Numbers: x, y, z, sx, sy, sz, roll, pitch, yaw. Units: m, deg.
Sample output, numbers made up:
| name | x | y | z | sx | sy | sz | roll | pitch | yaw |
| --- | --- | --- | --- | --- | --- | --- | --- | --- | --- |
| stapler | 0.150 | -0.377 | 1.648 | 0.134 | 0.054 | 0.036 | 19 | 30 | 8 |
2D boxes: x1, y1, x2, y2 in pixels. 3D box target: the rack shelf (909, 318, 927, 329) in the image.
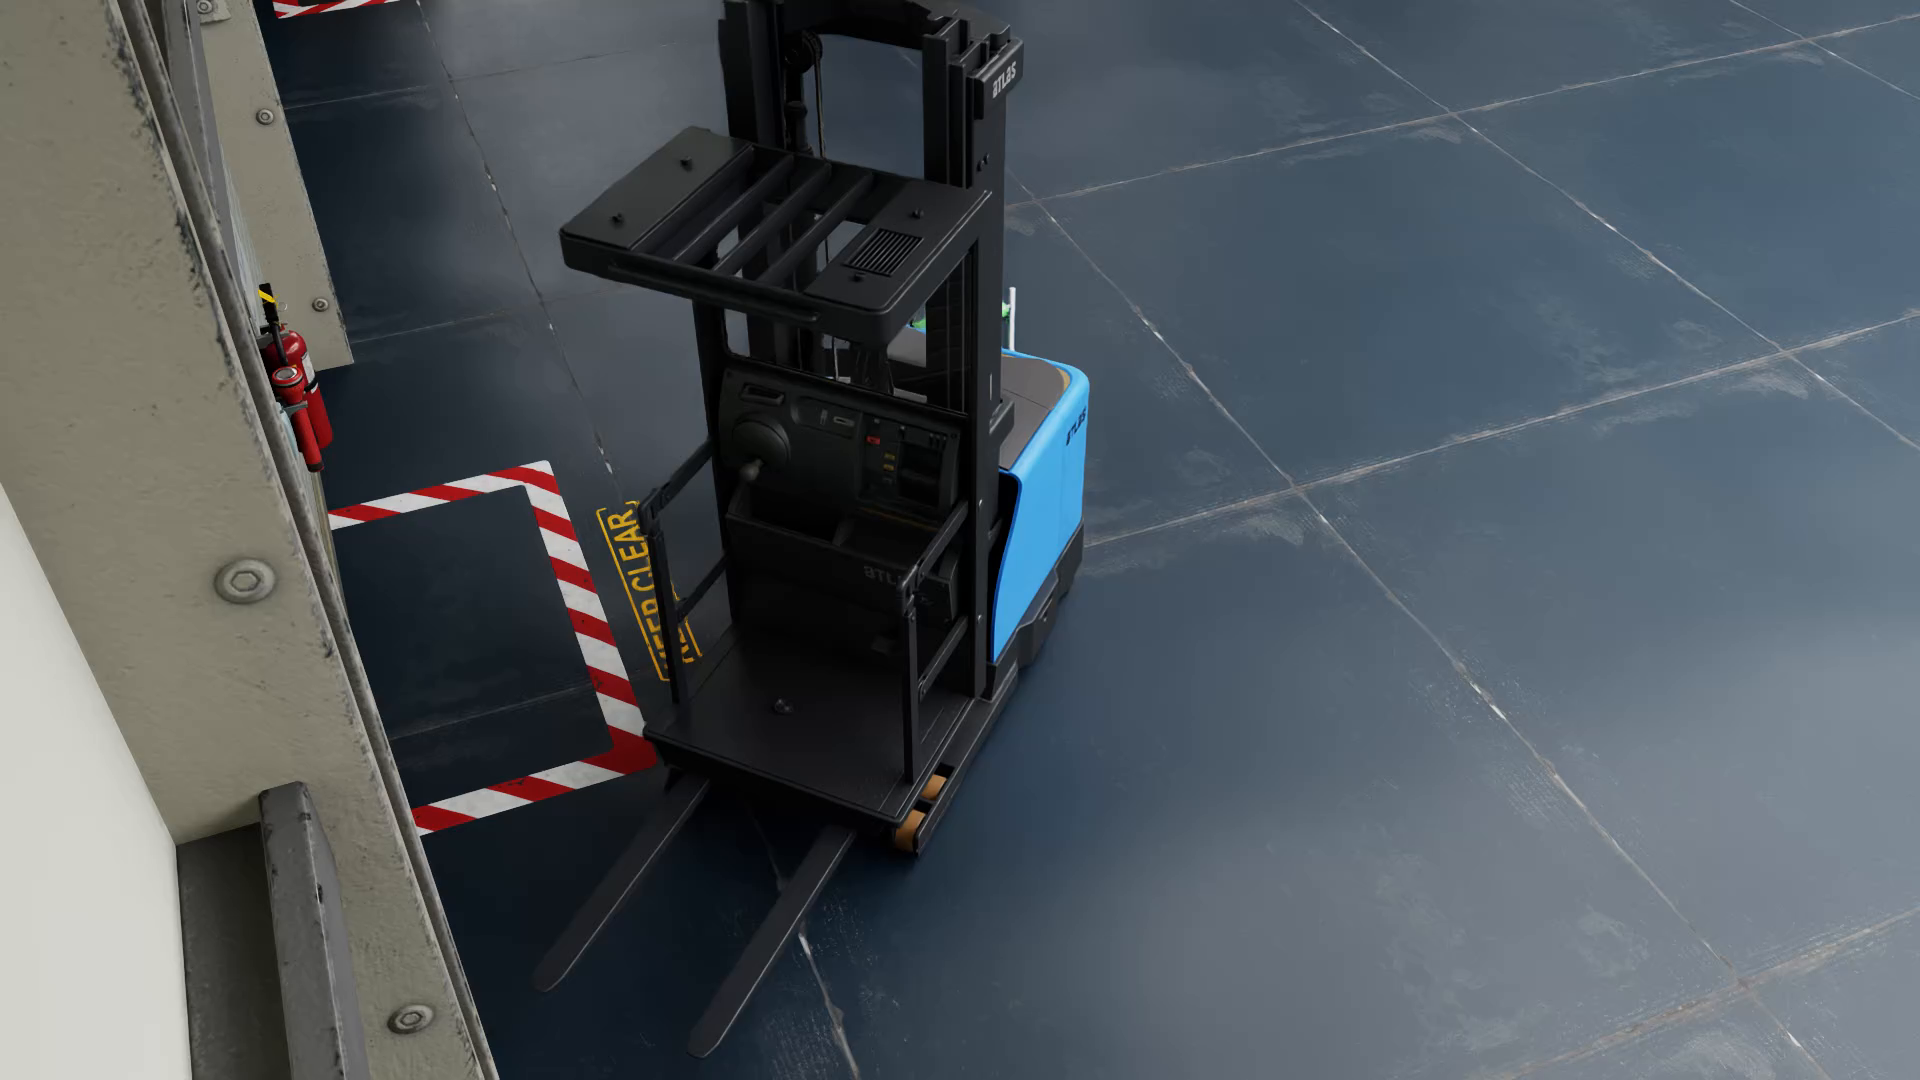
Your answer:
| name | x | y | z | sx | sy | sz | roll | pitch | yaw |
| --- | --- | --- | --- | --- | --- | --- | --- | --- | --- |
| rack shelf | 0.001 | -0.849 | 7.465 | 0.258 | 0.148 | 0.480 | -22 | 45 | -23 |

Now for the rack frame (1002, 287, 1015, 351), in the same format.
| name | x | y | z | sx | sy | sz | roll | pitch | yaw |
| --- | --- | --- | --- | --- | --- | --- | --- | --- | --- |
| rack frame | 0.128 | -0.579 | 7.422 | 0.240 | 1.200 | 0.015 | -22 | 45 | -23 |

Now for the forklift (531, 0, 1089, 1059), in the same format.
| name | x | y | z | sx | sy | sz | roll | pitch | yaw |
| --- | --- | --- | --- | --- | --- | --- | --- | --- | --- |
| forklift | -0.518 | -0.253 | 5.715 | 1.130 | 2.935 | 3.031 | 16 | 43 | 18 |

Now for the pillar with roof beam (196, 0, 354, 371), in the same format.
| name | x | y | z | sx | sy | sz | roll | pitch | yaw |
| --- | --- | --- | --- | --- | --- | --- | --- | --- | --- |
| pillar with roof beam | 0.569 | -5.498 | 7.160 | 9.100 | 9.000 | 0.400 | -15 | 43 | -17 |

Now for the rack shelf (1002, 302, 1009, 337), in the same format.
| name | x | y | z | sx | sy | sz | roll | pitch | yaw |
| --- | --- | --- | --- | --- | --- | --- | --- | --- | --- |
| rack shelf | 0.001 | -1.030 | 7.309 | 0.258 | 0.148 | 0.480 | -22 | 45 | -23 |

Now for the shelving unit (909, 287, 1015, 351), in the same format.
| name | x | y | z | sx | sy | sz | roll | pitch | yaw |
| --- | --- | --- | --- | --- | --- | --- | --- | --- | --- |
| shelving unit | 0.001 | -0.715 | 7.580 | 0.258 | 1.200 | 0.503 | -22 | 45 | -23 |

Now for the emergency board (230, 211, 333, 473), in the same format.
| name | x | y | z | sx | sy | sz | roll | pitch | yaw |
| --- | --- | --- | --- | --- | --- | --- | --- | --- | --- |
| emergency board | -2.498 | -0.651 | 6.125 | 0.194 | 1.169 | 0.643 | -15 | 43 | -17 |

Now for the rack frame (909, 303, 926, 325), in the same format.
| name | x | y | z | sx | sy | sz | roll | pitch | yaw |
| --- | --- | --- | --- | --- | --- | --- | --- | --- | --- |
| rack frame | -0.126 | -0.851 | 7.738 | 0.240 | 1.200 | 0.015 | -22 | 45 | -23 |
